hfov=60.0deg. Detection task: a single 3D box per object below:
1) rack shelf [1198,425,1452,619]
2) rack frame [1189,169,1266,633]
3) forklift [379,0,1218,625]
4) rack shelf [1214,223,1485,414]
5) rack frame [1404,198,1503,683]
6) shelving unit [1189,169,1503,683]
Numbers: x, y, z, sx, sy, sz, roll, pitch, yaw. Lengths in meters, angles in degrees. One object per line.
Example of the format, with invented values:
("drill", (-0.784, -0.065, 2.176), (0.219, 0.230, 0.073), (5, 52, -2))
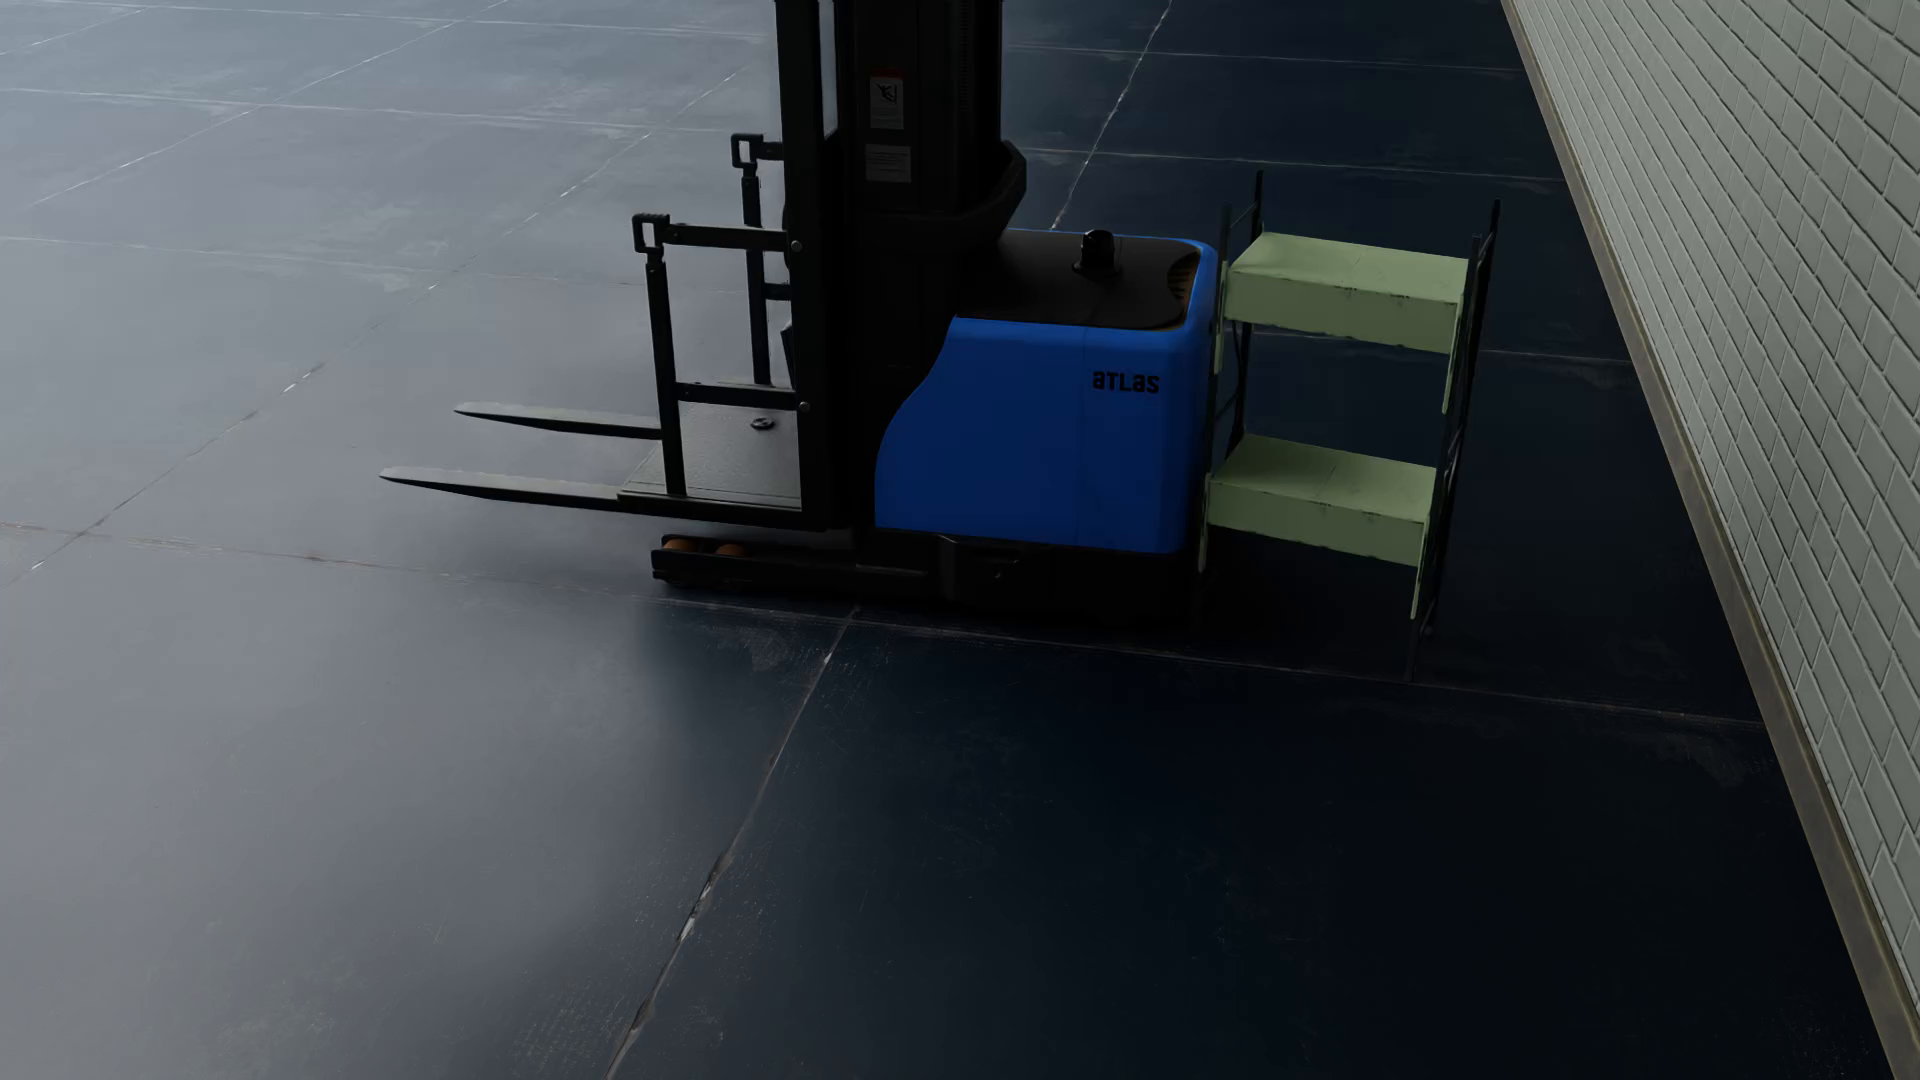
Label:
("rack shelf", (1.207, -0.071, 5.497), (0.720, 0.370, 0.431), (13, 31, 22))
("rack frame", (0.875, -0.431, 5.476), (0.023, 1.500, 0.400), (13, 31, 22))
("forklift", (-0.630, -1.342, 5.649), (3.031, 2.935, 1.130), (6, 29, 10))
("rack shelf", (1.207, -0.700, 5.153), (0.720, 0.370, 0.431), (13, 31, 22))
("rack frame", (1.539, -0.283, 5.205), (0.023, 1.500, 0.400), (13, 31, 22))
("shelving unit", (1.207, -0.357, 5.341), (0.755, 1.500, 0.431), (13, 31, 22))
